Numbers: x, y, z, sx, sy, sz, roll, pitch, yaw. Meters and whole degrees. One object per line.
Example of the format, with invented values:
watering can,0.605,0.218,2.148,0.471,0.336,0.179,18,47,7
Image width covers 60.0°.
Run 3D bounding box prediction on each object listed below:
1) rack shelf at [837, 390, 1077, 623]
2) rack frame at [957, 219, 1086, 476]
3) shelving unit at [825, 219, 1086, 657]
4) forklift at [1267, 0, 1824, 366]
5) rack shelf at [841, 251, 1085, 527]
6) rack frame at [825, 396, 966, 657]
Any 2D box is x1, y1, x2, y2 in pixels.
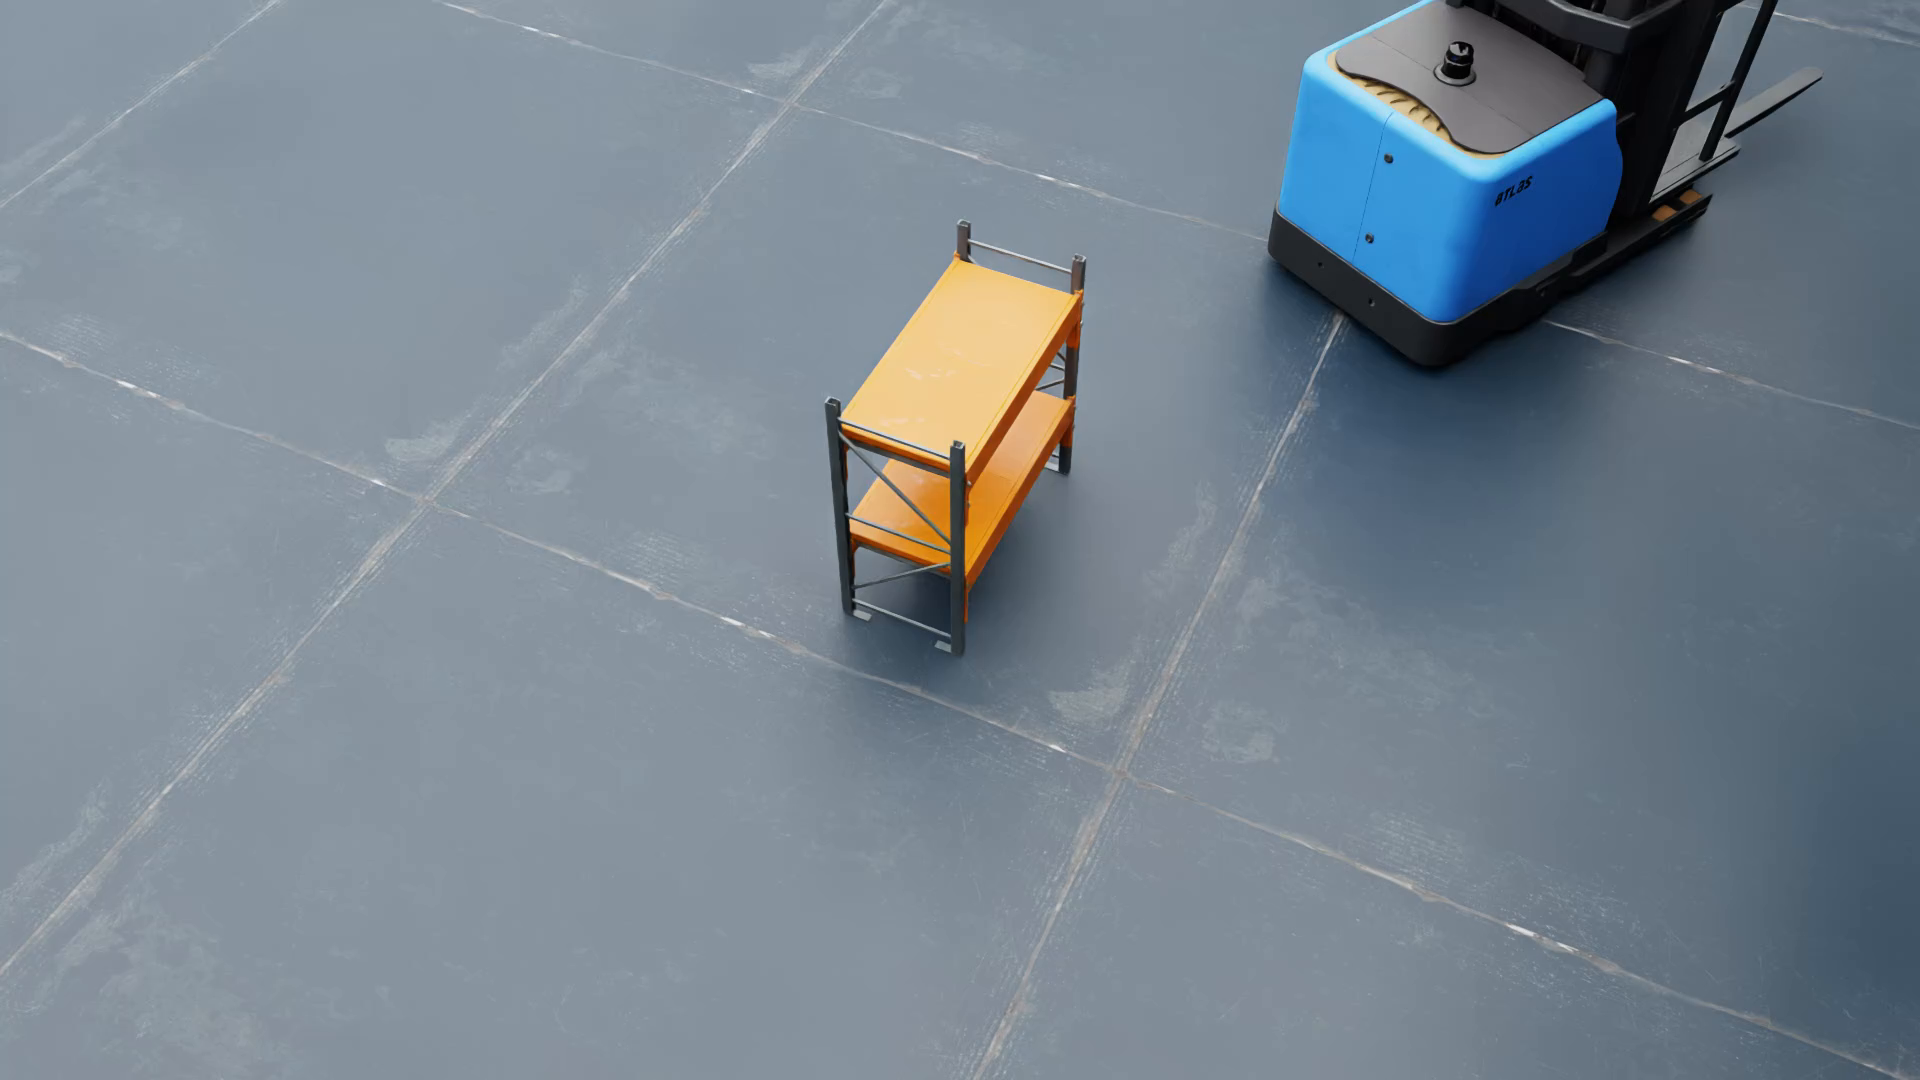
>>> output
rack shelf,0.003,-0.211,6.327,0.538,0.278,1.000,20,52,16
rack frame,0.220,-0.719,6.439,0.500,1.125,0.032,20,52,16
shelving unit,0.003,-0.369,6.141,0.538,1.125,1.048,20,52,16
forklift,2.884,-2.629,6.878,3.031,2.935,1.130,-30,56,-23
rack shelf,0.003,-0.559,5.918,0.538,0.278,1.000,20,52,16
rack frame,-0.214,-0.019,5.843,0.500,1.125,0.032,20,52,16
